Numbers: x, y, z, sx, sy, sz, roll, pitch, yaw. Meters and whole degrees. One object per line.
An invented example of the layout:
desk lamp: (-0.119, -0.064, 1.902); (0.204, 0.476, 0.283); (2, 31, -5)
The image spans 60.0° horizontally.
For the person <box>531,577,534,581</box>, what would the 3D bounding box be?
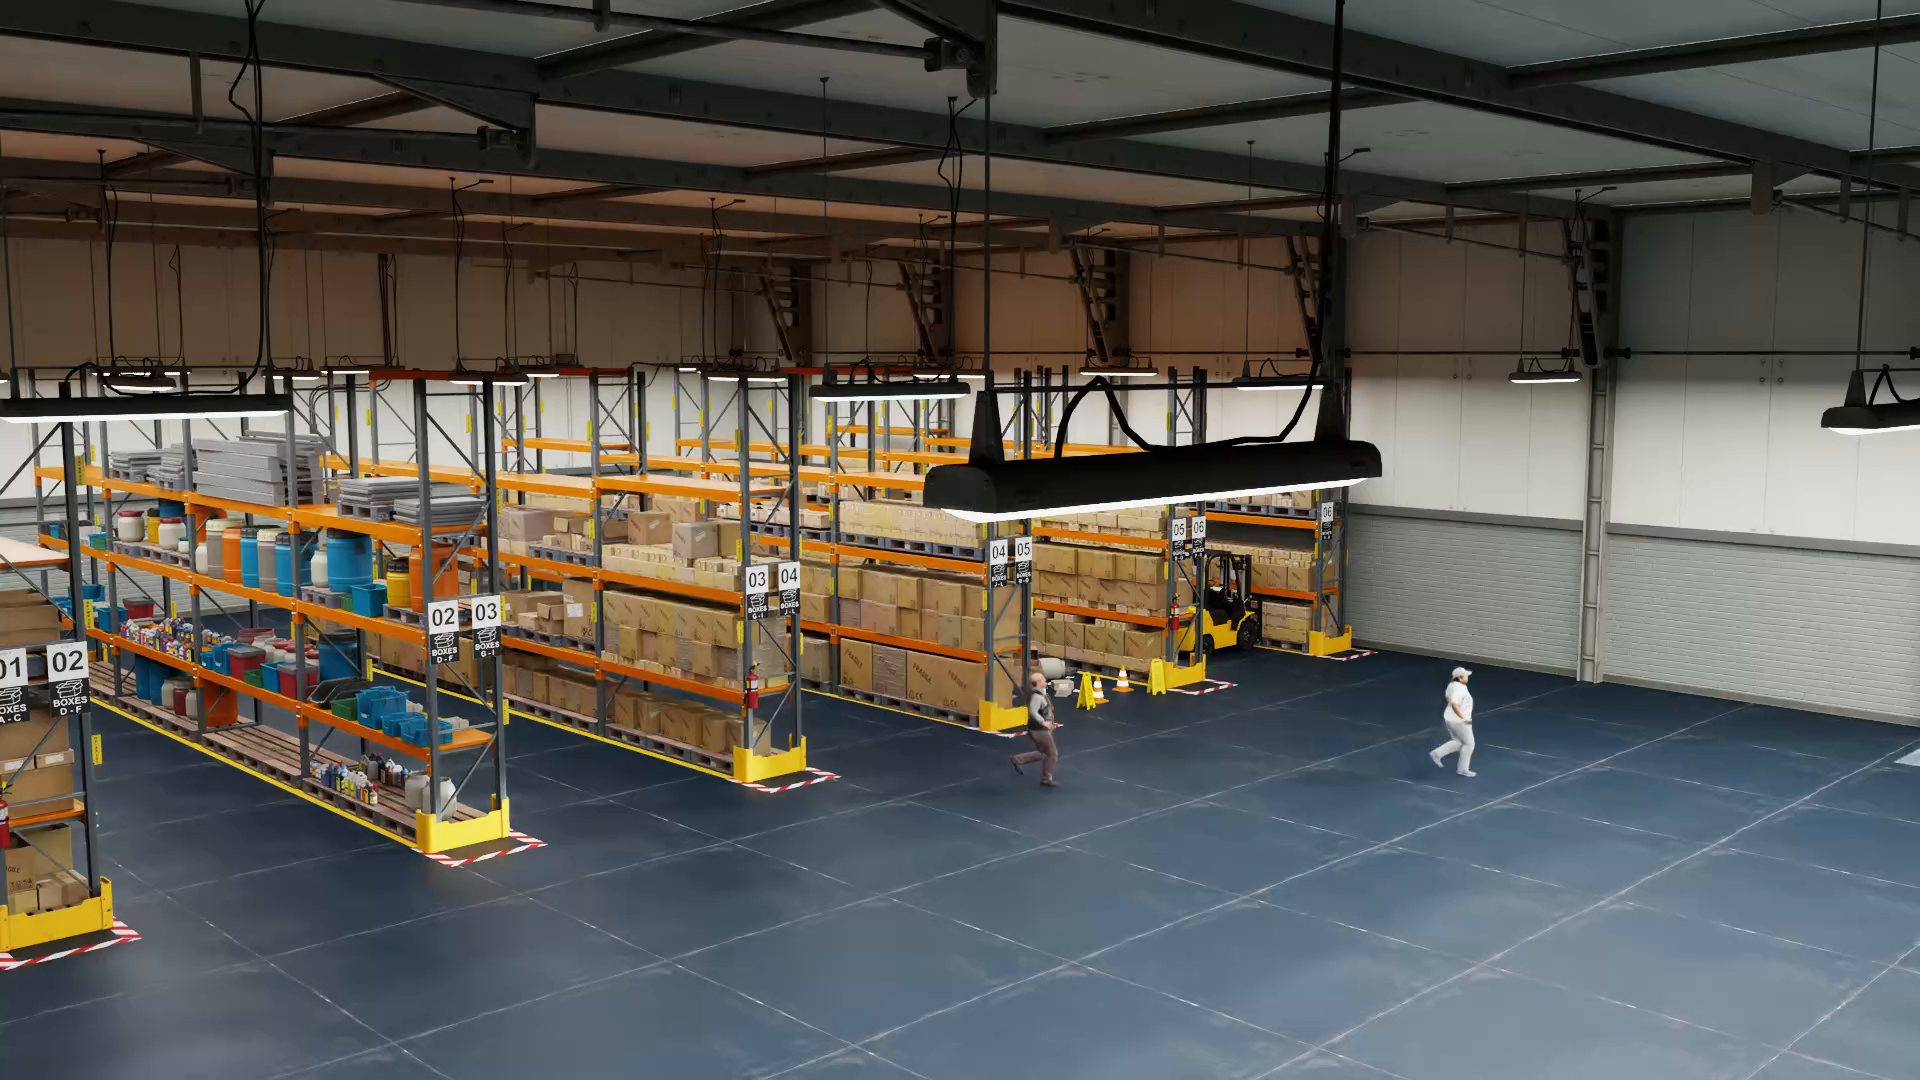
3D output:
person: (-10.582, 0.867, 40.851); (0.714, 1.755, 0.722); (0, 6, 2)

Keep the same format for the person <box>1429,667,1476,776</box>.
person: (7.416, 2.722, 24.916); (0.686, 1.660, 0.602); (0, 6, -2)

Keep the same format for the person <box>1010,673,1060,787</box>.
person: (1.109, 2.774, 24.241); (0.722, 1.698, 0.661); (-1, 6, -7)
